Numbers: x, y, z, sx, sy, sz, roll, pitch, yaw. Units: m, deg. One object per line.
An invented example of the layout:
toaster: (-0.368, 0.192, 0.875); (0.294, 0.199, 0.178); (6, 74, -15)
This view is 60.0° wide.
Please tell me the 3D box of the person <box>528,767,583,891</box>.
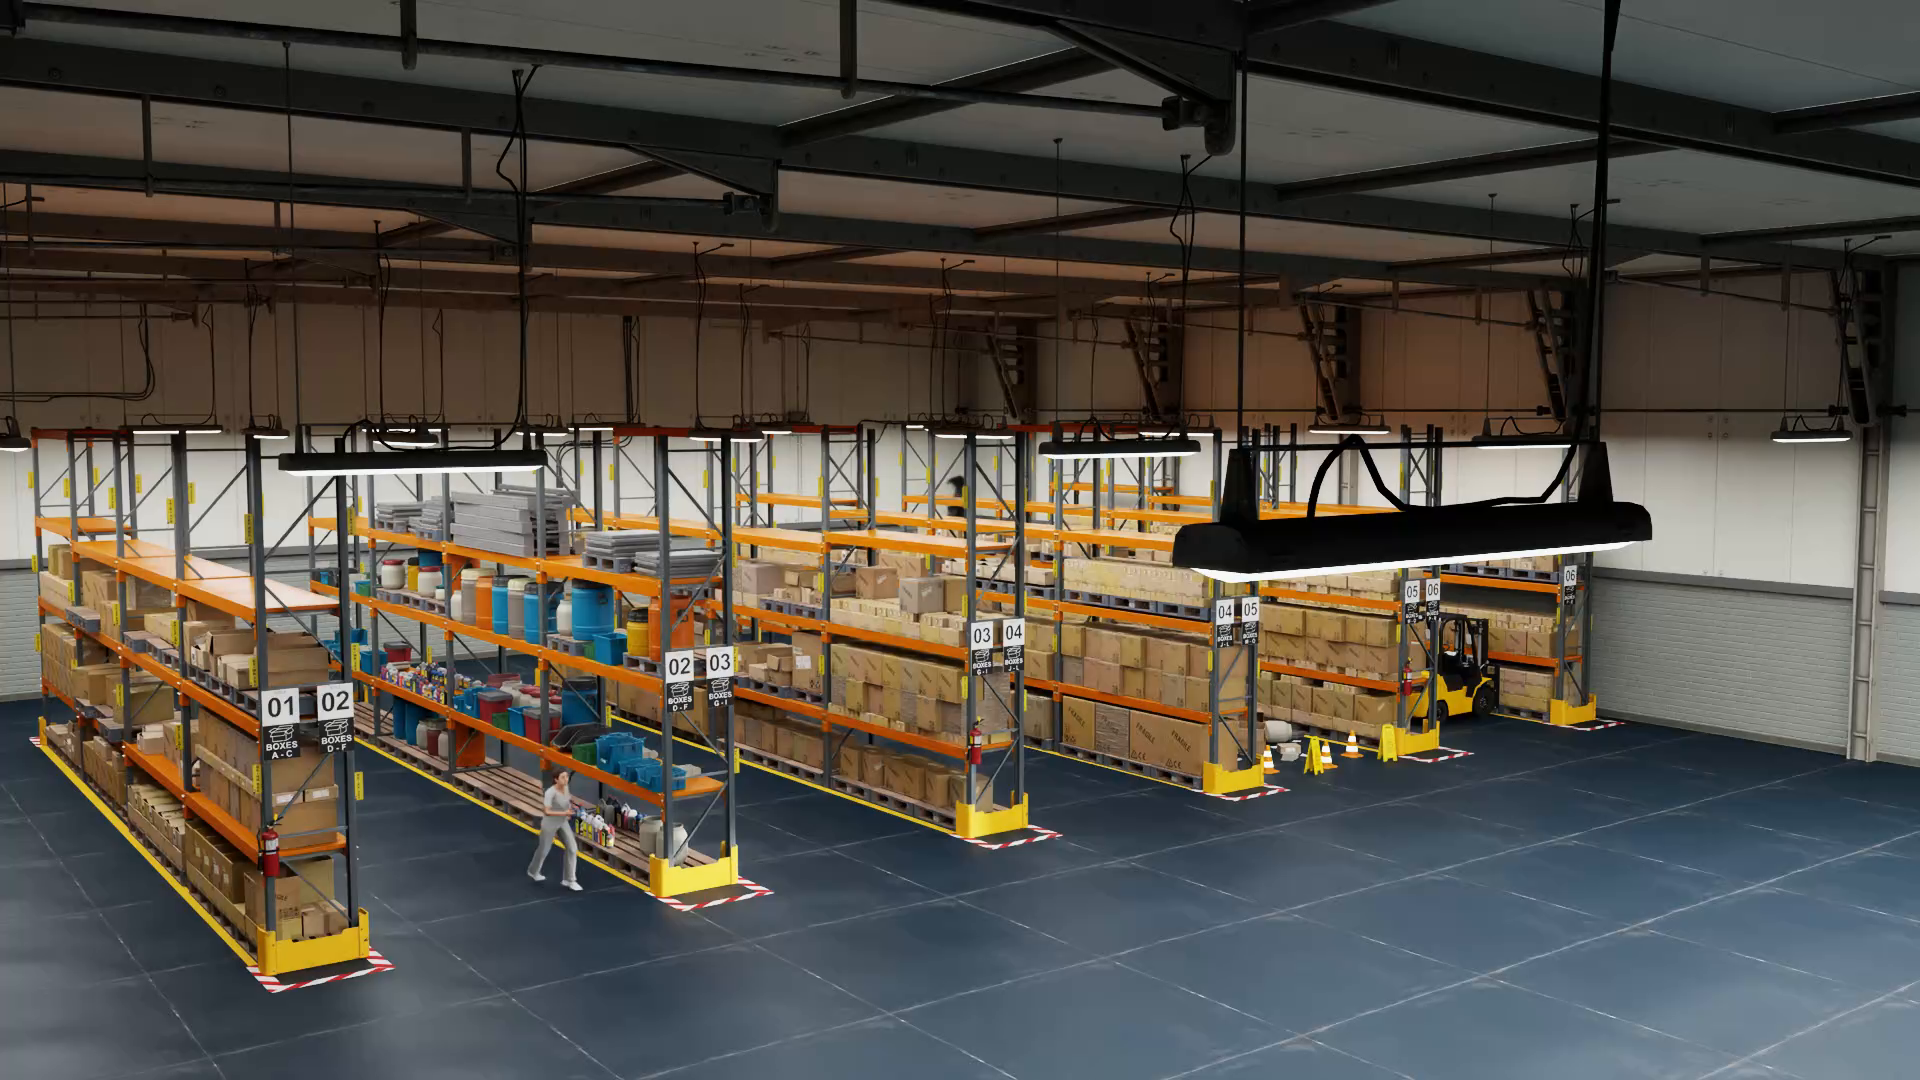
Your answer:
person: (-5.367, 3.788, 21.976); (0.957, 1.642, 0.563); (3, 6, 38)

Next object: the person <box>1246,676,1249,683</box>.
person: (6.161, 2.542, 37.090); (0.667, 1.749, 0.905); (-4, 6, -40)

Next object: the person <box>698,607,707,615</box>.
person: (-6.307, 2.312, 41.037); (0.517, 1.565, 0.921); (-1, 5, -10)
